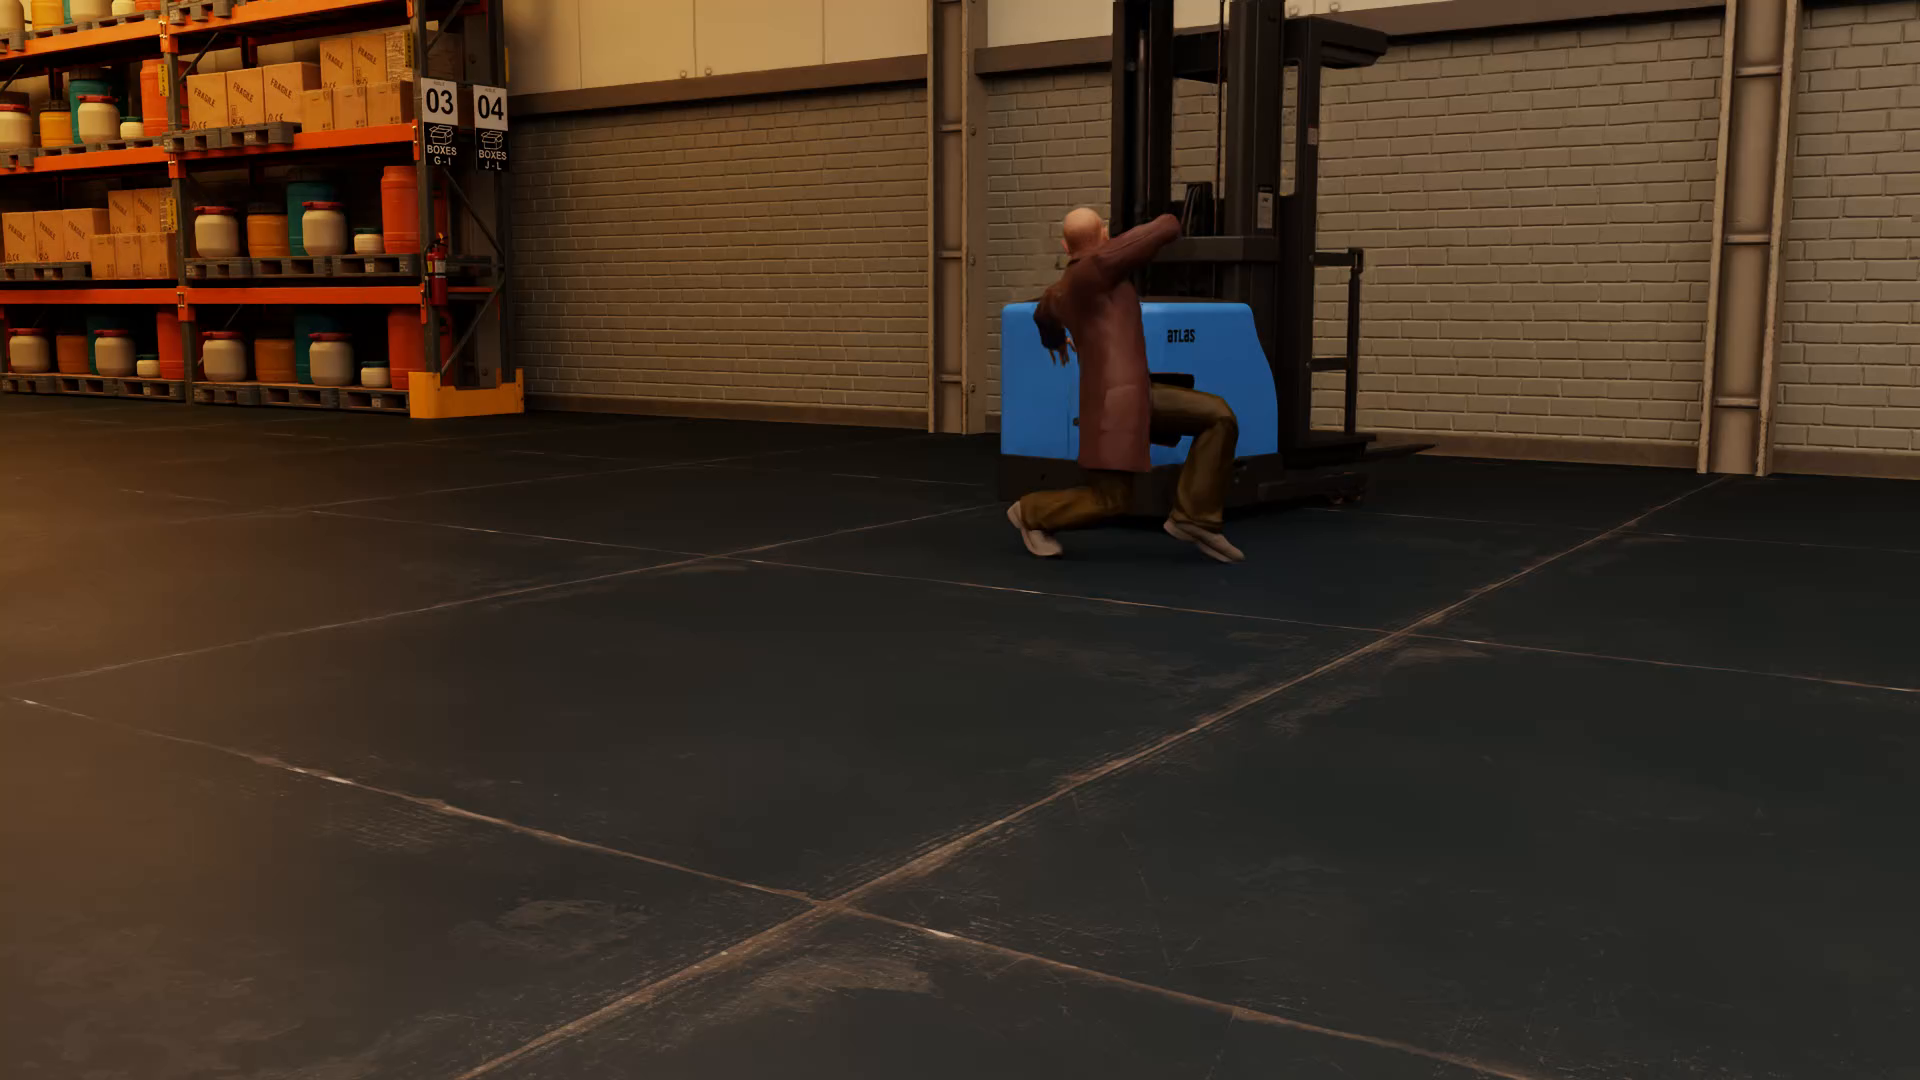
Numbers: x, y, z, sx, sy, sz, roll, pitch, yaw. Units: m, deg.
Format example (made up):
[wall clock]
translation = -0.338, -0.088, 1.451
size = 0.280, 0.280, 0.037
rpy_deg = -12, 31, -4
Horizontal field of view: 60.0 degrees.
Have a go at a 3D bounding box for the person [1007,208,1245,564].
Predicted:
[person]
translation = 0.734, -0.673, 7.161
size = 1.030, 1.477, 1.044
rpy_deg = 2, 8, 13

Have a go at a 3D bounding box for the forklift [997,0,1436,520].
[forklift]
translation = 1.584, -1.687, 9.053
size = 1.130, 2.935, 3.031
rpy_deg = 8, 11, 44
